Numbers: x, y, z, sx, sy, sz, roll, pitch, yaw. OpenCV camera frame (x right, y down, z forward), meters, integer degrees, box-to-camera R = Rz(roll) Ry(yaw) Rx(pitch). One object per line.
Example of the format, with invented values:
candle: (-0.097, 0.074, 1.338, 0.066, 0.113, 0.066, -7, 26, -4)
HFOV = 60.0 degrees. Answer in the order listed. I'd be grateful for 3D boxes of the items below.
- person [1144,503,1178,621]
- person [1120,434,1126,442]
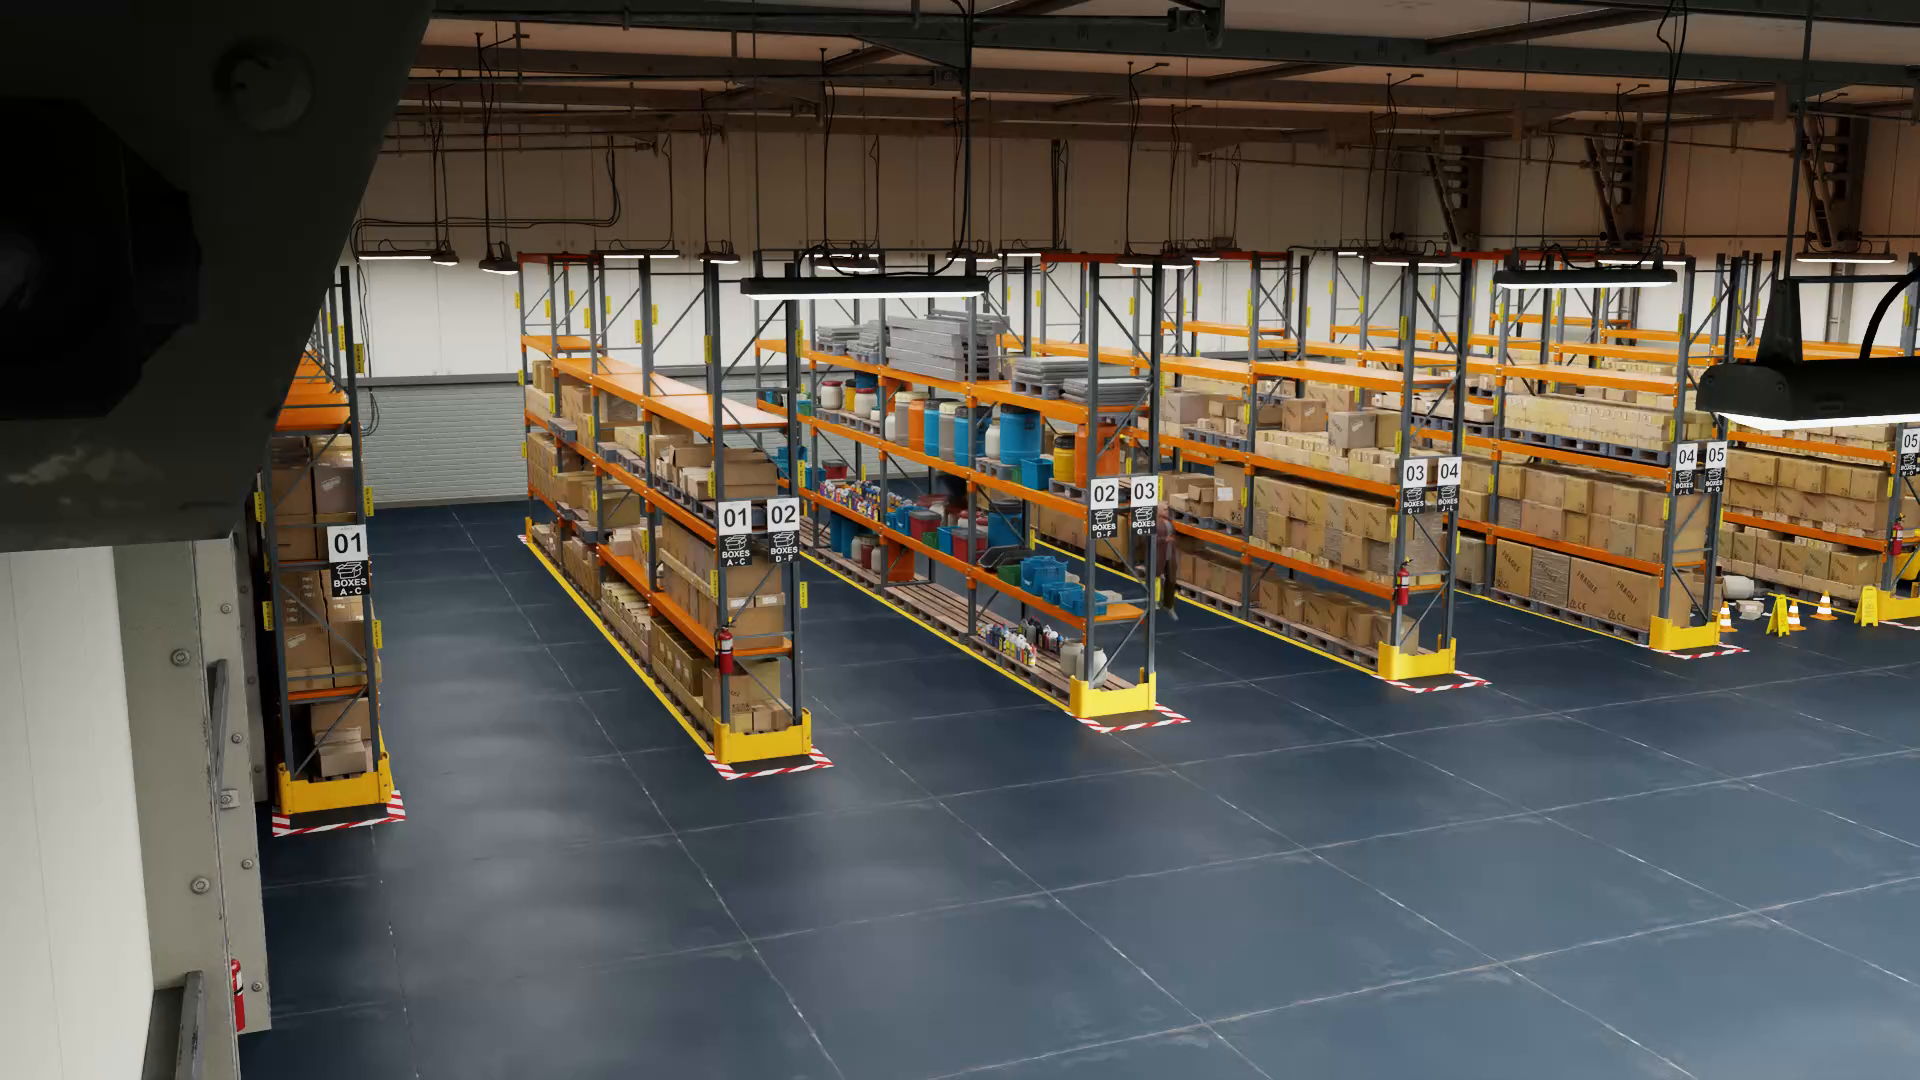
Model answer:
person: (3.276, 0.344, 26.755, 0.685, 1.901, 0.770, -6, 12, -32)
person: (3.781, -1.645, 39.233, 0.701, 1.738, 0.638, 0, 10, 0)
